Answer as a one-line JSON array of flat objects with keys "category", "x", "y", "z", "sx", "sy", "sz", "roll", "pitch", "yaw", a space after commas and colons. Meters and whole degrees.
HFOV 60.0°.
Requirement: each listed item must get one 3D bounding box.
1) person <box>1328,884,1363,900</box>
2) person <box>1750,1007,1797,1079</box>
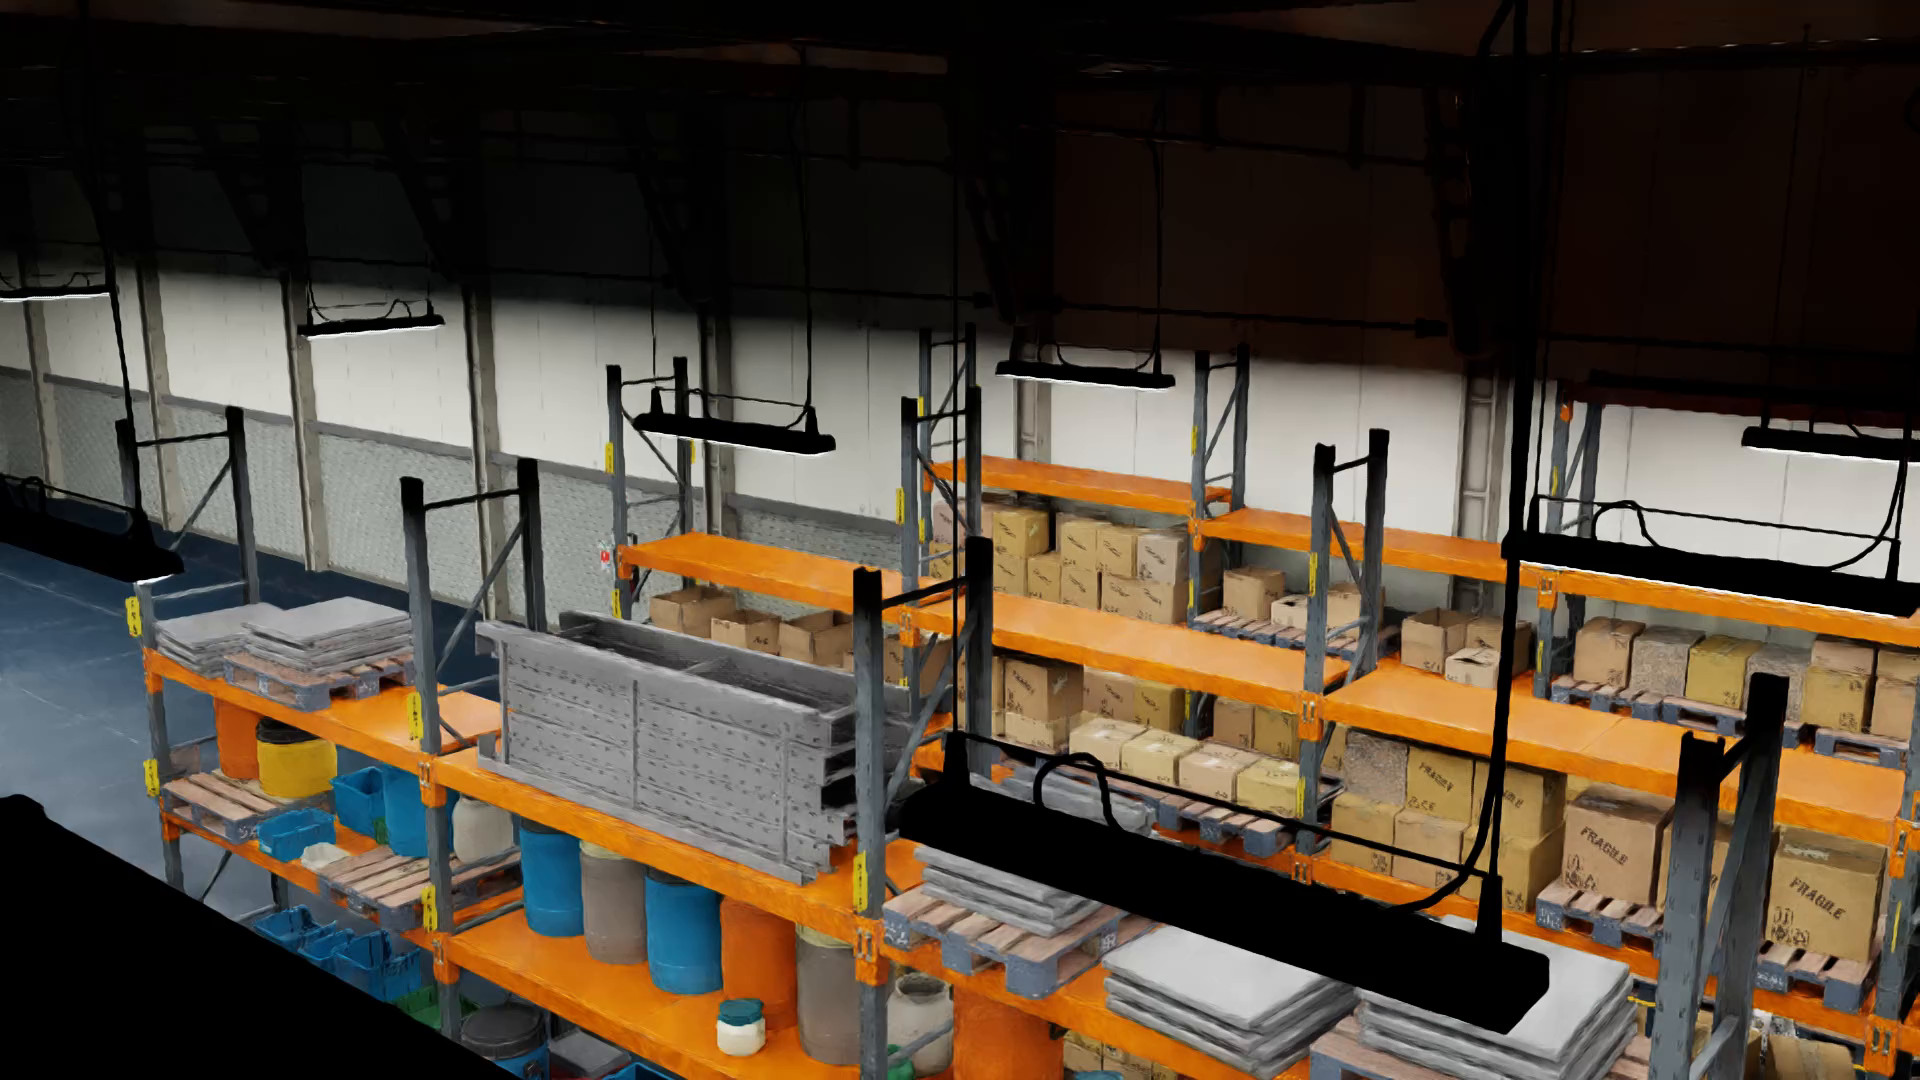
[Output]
[{"category": "person", "x": 3.552, "y": 3.811, "z": 15.495, "sx": 1.126, "sy": 1.675, "sz": 0.542, "roll": 11, "pitch": 17, "yaw": 40}, {"category": "person", "x": 6.640, "y": 4.249, "z": 13.697, "sx": 0.997, "sy": 1.625, "sz": 0.500, "roll": 10, "pitch": 16, "yaw": 37}]
